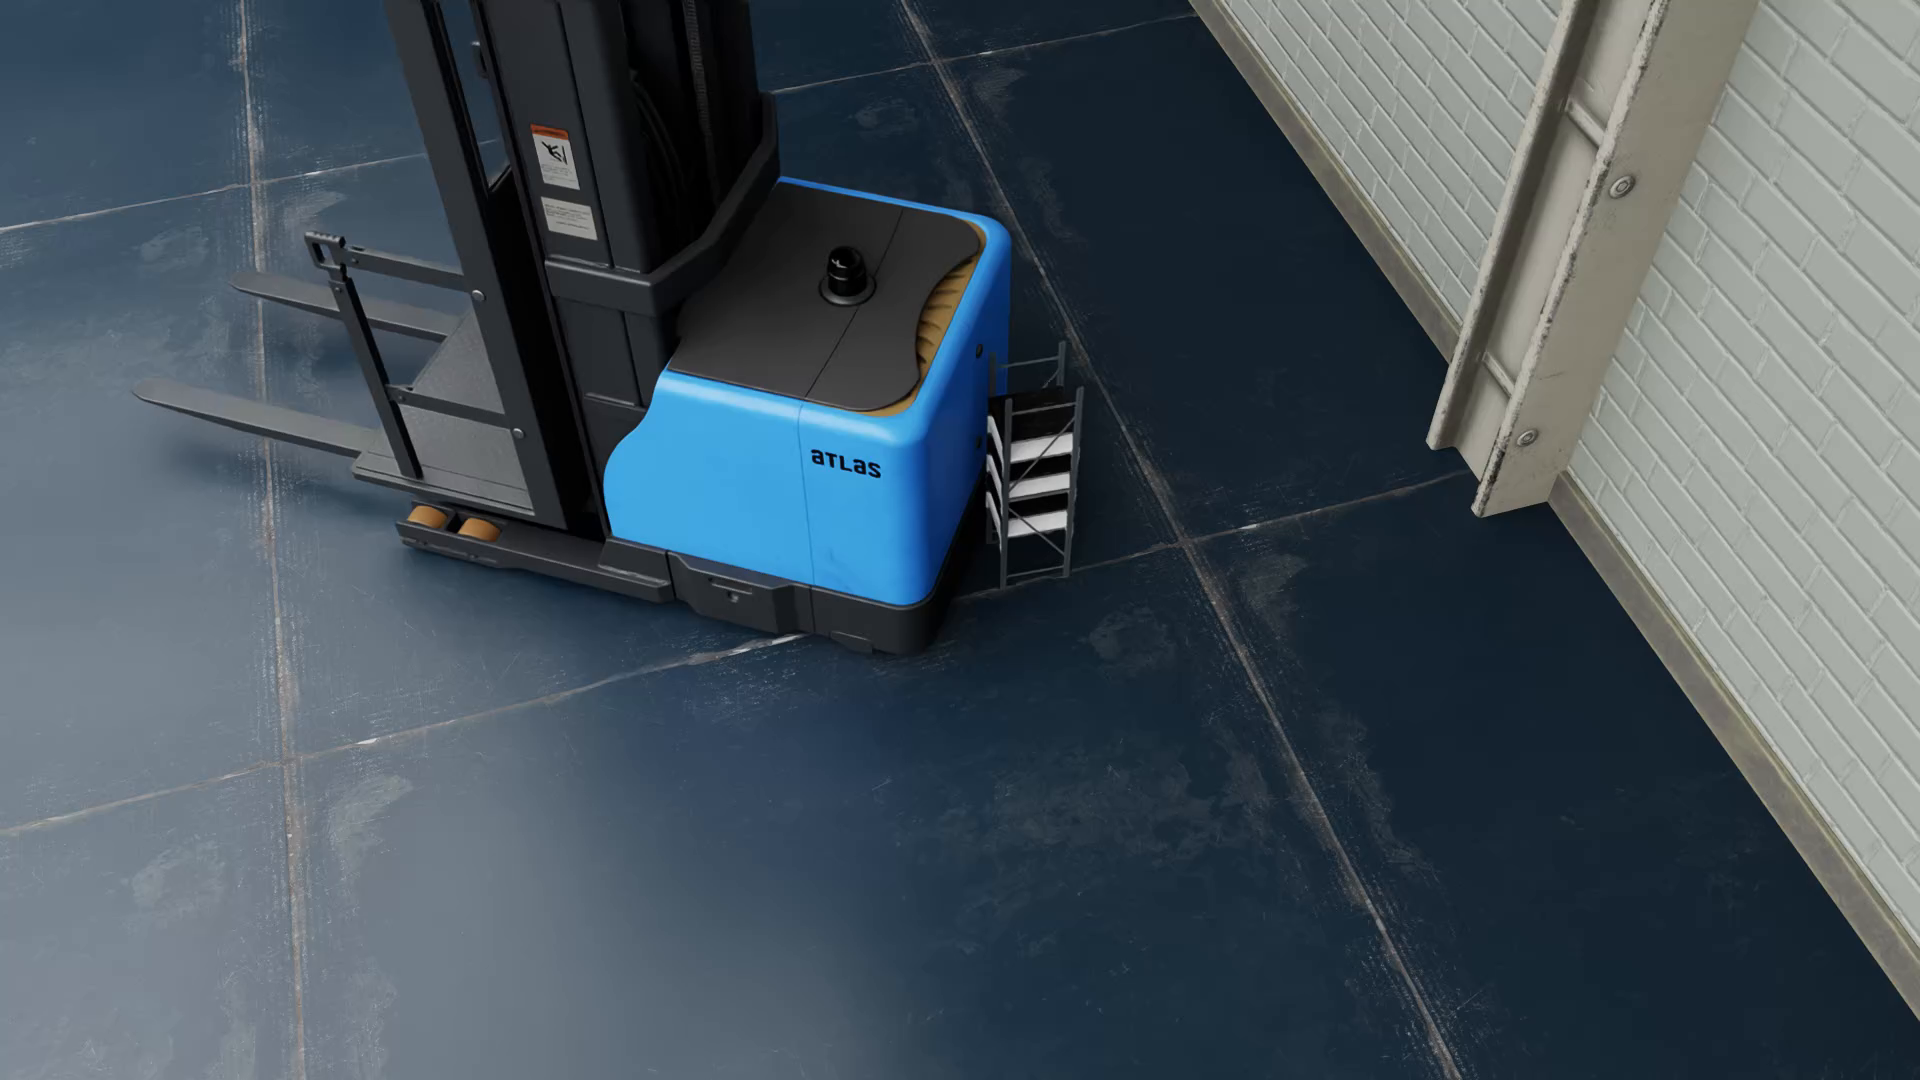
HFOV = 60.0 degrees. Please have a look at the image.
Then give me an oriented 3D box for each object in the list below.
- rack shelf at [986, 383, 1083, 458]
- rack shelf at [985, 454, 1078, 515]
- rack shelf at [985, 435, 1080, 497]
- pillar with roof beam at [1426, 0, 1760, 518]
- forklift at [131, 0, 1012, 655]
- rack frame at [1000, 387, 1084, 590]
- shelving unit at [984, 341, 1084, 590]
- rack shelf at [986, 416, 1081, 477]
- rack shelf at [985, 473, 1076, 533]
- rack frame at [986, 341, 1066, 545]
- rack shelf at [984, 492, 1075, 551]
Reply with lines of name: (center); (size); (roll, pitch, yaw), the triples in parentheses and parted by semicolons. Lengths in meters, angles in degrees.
rack shelf: (0.229, -0.373, 5.166); (0.258, 0.077, 0.200); (-10, 51, -8)
rack shelf: (0.229, -0.199, 5.373); (0.258, 0.077, 0.200); (-10, 51, -8)
rack shelf: (0.229, -0.257, 5.304); (0.258, 0.077, 0.200); (-10, 51, -8)
pillar with roof beam: (-2.212, -2.184, 1.705); (9.100, 9.000, 0.400); (-13, 51, -11)
forklift: (-1.400, -1.232, 4.871); (3.031, 2.935, 1.130); (13, 51, 11)
rack frame: (0.252, -0.145, 5.283); (0.240, 0.900, 0.006); (-10, 51, -8)
shelving unit: (0.229, -0.220, 5.347); (0.258, 0.900, 0.210); (-10, 51, -8)
rack shelf: (0.229, -0.315, 5.235); (0.258, 0.077, 0.200); (-10, 51, -8)
rack shelf: (0.229, -0.141, 5.441); (0.258, 0.077, 0.200); (-10, 51, -8)
rack frame: (0.206, -0.296, 5.411); (0.240, 0.900, 0.006); (-10, 51, -8)
rack shelf: (0.229, -0.083, 5.510); (0.258, 0.077, 0.200); (-10, 51, -8)
